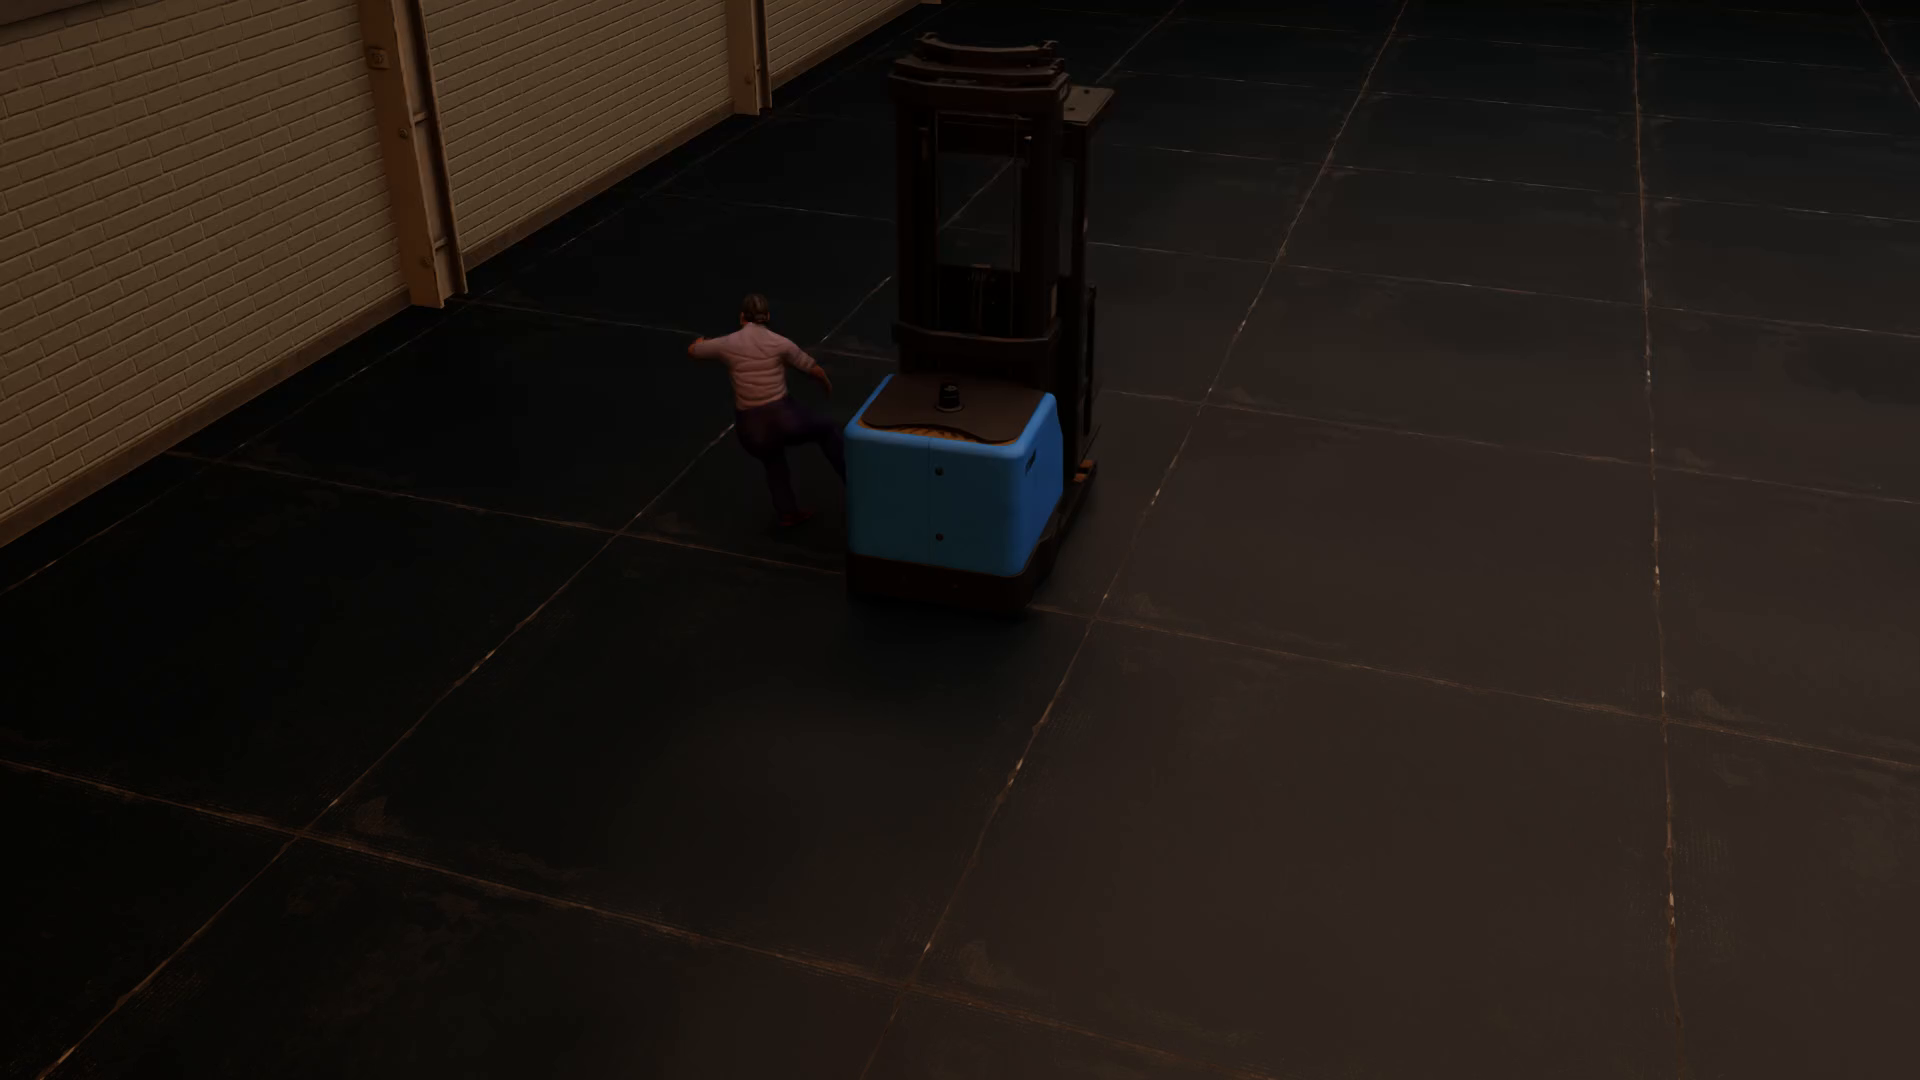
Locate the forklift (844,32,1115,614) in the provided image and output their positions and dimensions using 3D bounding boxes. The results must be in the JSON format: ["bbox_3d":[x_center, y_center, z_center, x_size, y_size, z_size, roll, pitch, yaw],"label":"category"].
[{"bbox_3d":[0.257,-1.579,9.907,1.130,2.935,3.031,8,31,14],"label":"forklift"}]

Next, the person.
[{"bbox_3d":[-1.017,-0.827,10.118,1.226,1.427,0.867,-3,30,-5],"label":"person"}]
